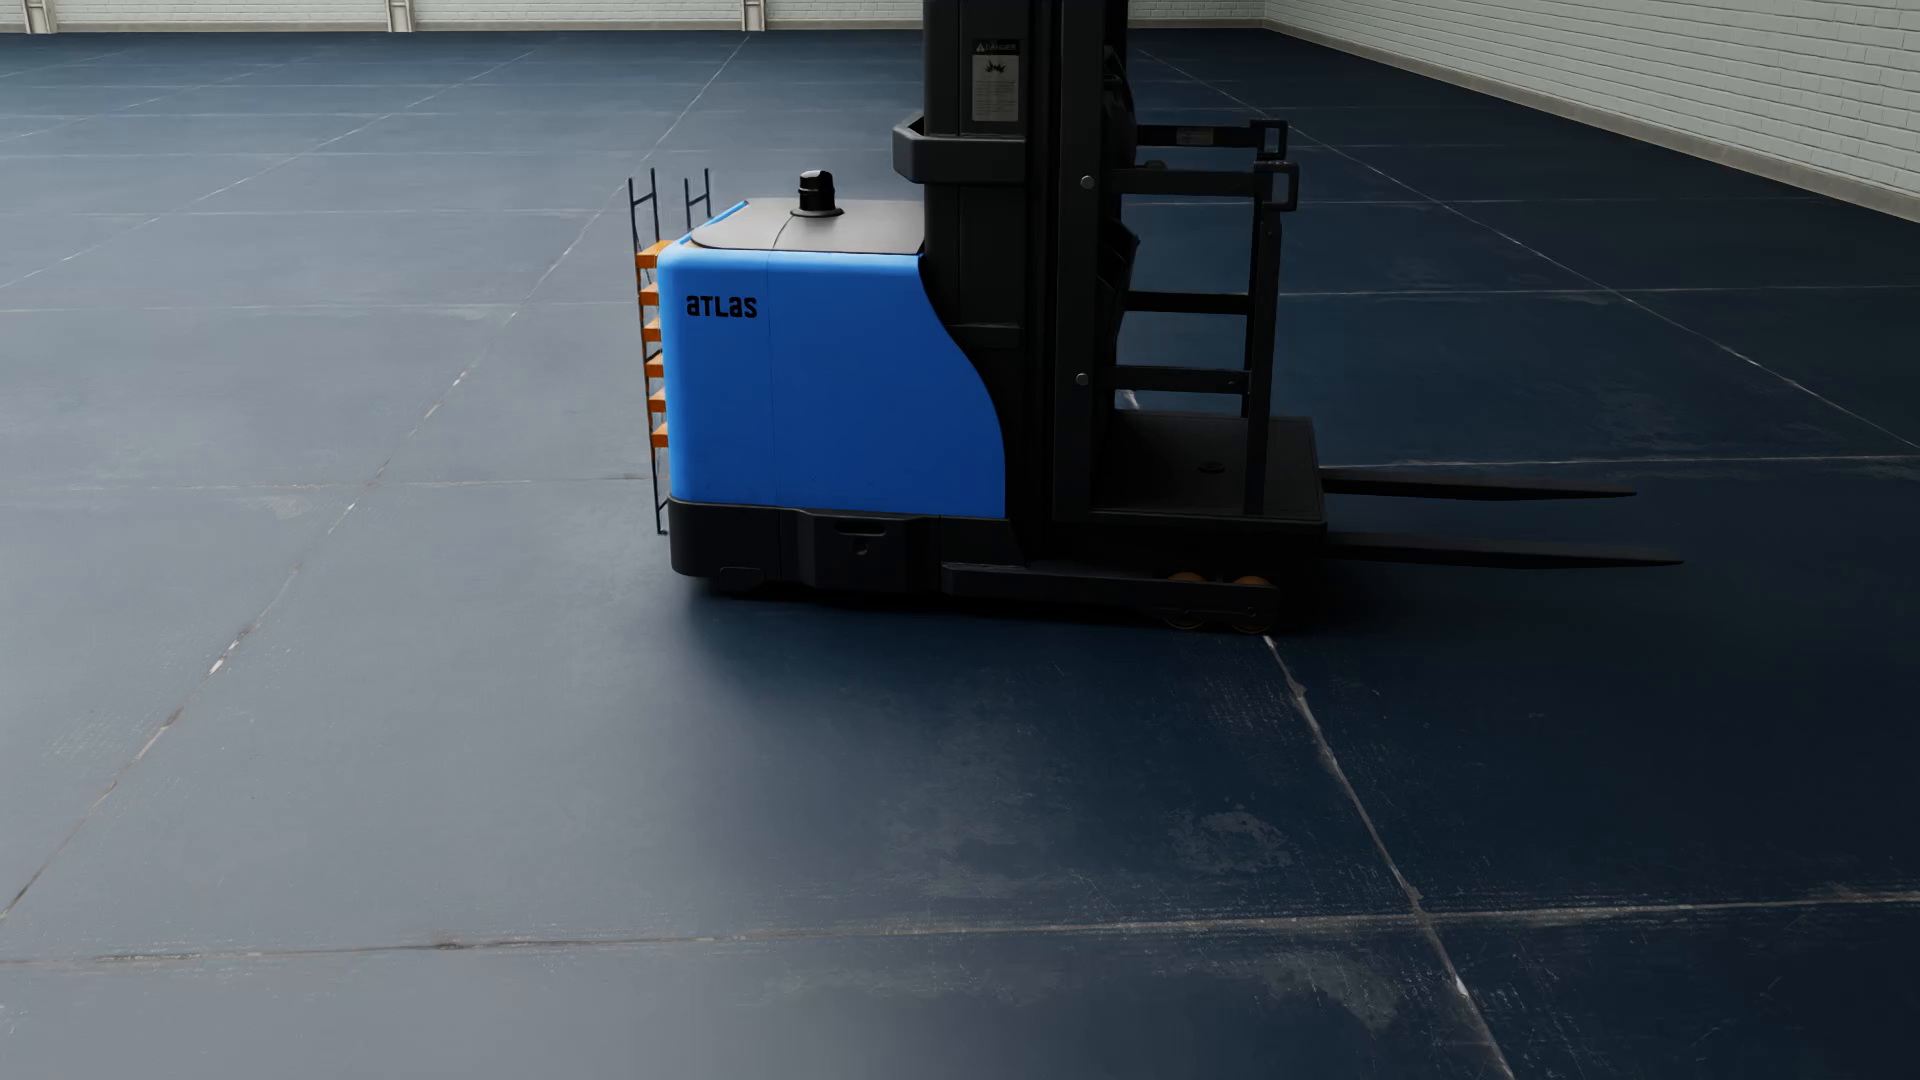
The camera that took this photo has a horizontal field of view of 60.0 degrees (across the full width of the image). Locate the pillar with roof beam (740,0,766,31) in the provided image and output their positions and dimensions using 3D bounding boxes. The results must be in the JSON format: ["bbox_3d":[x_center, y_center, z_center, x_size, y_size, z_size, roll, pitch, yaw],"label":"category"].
[{"bbox_3d":[-3.331,-11.522,23.237,0.400,9.000,9.100,-1,21,-3],"label":"pillar with roof beam"}]

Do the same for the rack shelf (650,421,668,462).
[{"bbox_3d":[-0.923,-0.349,5.648,0.180,0.103,0.258,2,21,8],"label":"rack shelf"}]

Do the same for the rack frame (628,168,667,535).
[{"bbox_3d":[-1.017,-0.619,5.561,0.006,1.200,0.240,2,21,8],"label":"rack frame"}]

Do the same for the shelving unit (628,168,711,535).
[{"bbox_3d":[-0.927,-0.615,5.547,0.189,1.200,0.258,2,21,8],"label":"shelving unit"}]

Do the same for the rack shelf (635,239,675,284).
[{"bbox_3d":[-0.931,-0.910,5.436,0.180,0.103,0.258,2,21,8],"label":"rack shelf"}]

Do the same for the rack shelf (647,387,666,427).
[{"bbox_3d":[-0.925,-0.462,5.606,0.180,0.103,0.258,2,21,8],"label":"rack shelf"}]

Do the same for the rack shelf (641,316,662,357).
[{"bbox_3d":[-0.928,-0.686,5.521,0.180,0.103,0.258,2,21,8],"label":"rack shelf"}]

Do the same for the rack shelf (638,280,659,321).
[{"bbox_3d":[-0.929,-0.798,5.478,0.180,0.103,0.258,2,21,8],"label":"rack shelf"}]

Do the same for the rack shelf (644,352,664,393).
[{"bbox_3d":[-0.926,-0.574,5.563,0.180,0.103,0.258,2,21,8],"label":"rack shelf"}]

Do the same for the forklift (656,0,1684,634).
[{"bbox_3d":[0.658,-1.297,4.908,3.031,2.935,1.130,3,21,8],"label":"forklift"}]

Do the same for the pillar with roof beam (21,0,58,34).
[{"bbox_3d":[-15.311,-11.278,22.597,0.400,9.000,9.100,-1,21,-3],"label":"pillar with roof beam"}]

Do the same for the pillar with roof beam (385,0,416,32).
[{"bbox_3d":[-9.321,-11.400,22.917,0.400,9.000,9.100,-1,21,-3],"label":"pillar with roof beam"}]

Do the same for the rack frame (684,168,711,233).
[{"bbox_3d":[-0.836,-0.612,5.534,0.006,1.200,0.240,2,21,8],"label":"rack frame"}]
